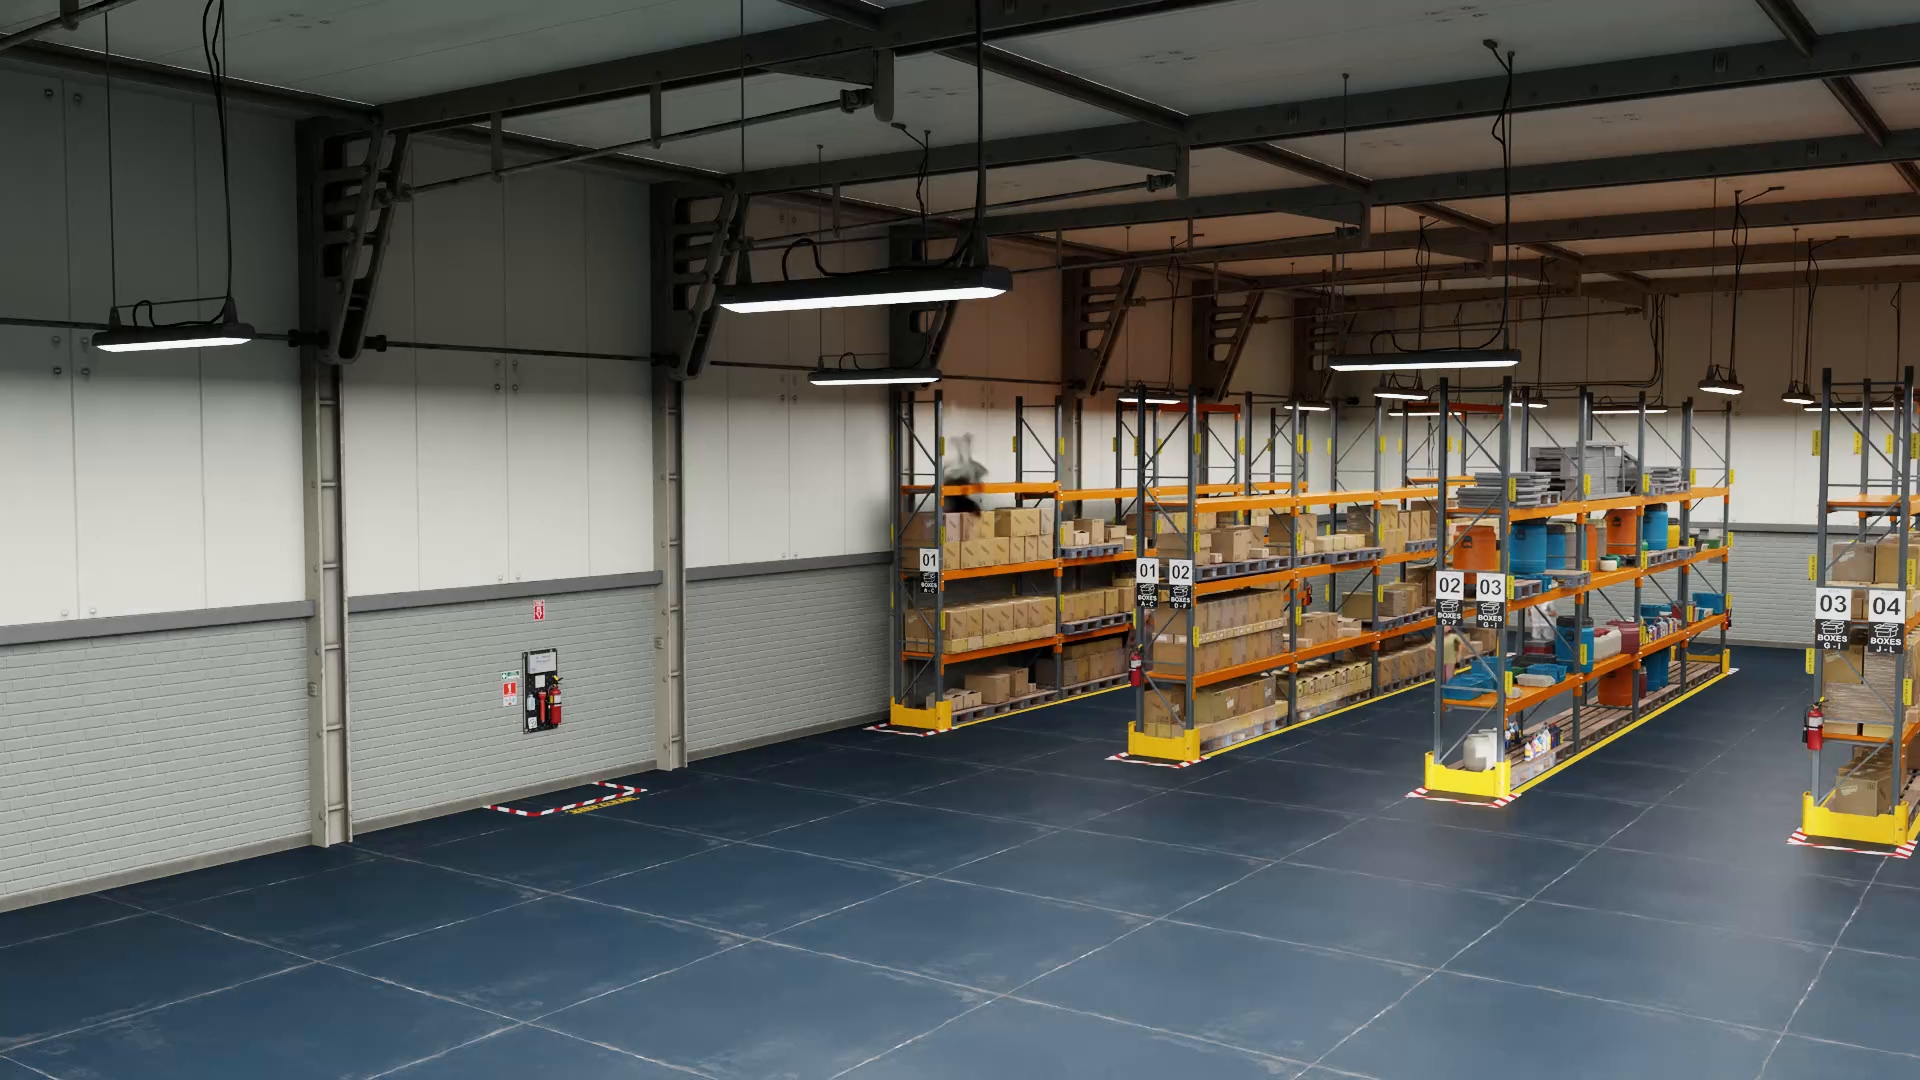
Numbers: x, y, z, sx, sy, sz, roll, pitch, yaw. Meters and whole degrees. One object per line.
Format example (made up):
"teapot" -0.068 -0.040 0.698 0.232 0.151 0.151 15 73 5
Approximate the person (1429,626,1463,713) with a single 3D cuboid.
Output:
"person" 9.213 2.377 31.579 0.576 1.721 0.831 1 4 24

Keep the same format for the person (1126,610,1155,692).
"person" 3.302 2.189 29.675 0.698 1.881 0.766 2 4 32

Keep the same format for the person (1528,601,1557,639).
"person" 13.189 1.994 37.746 0.678 1.838 0.780 2 4 32
